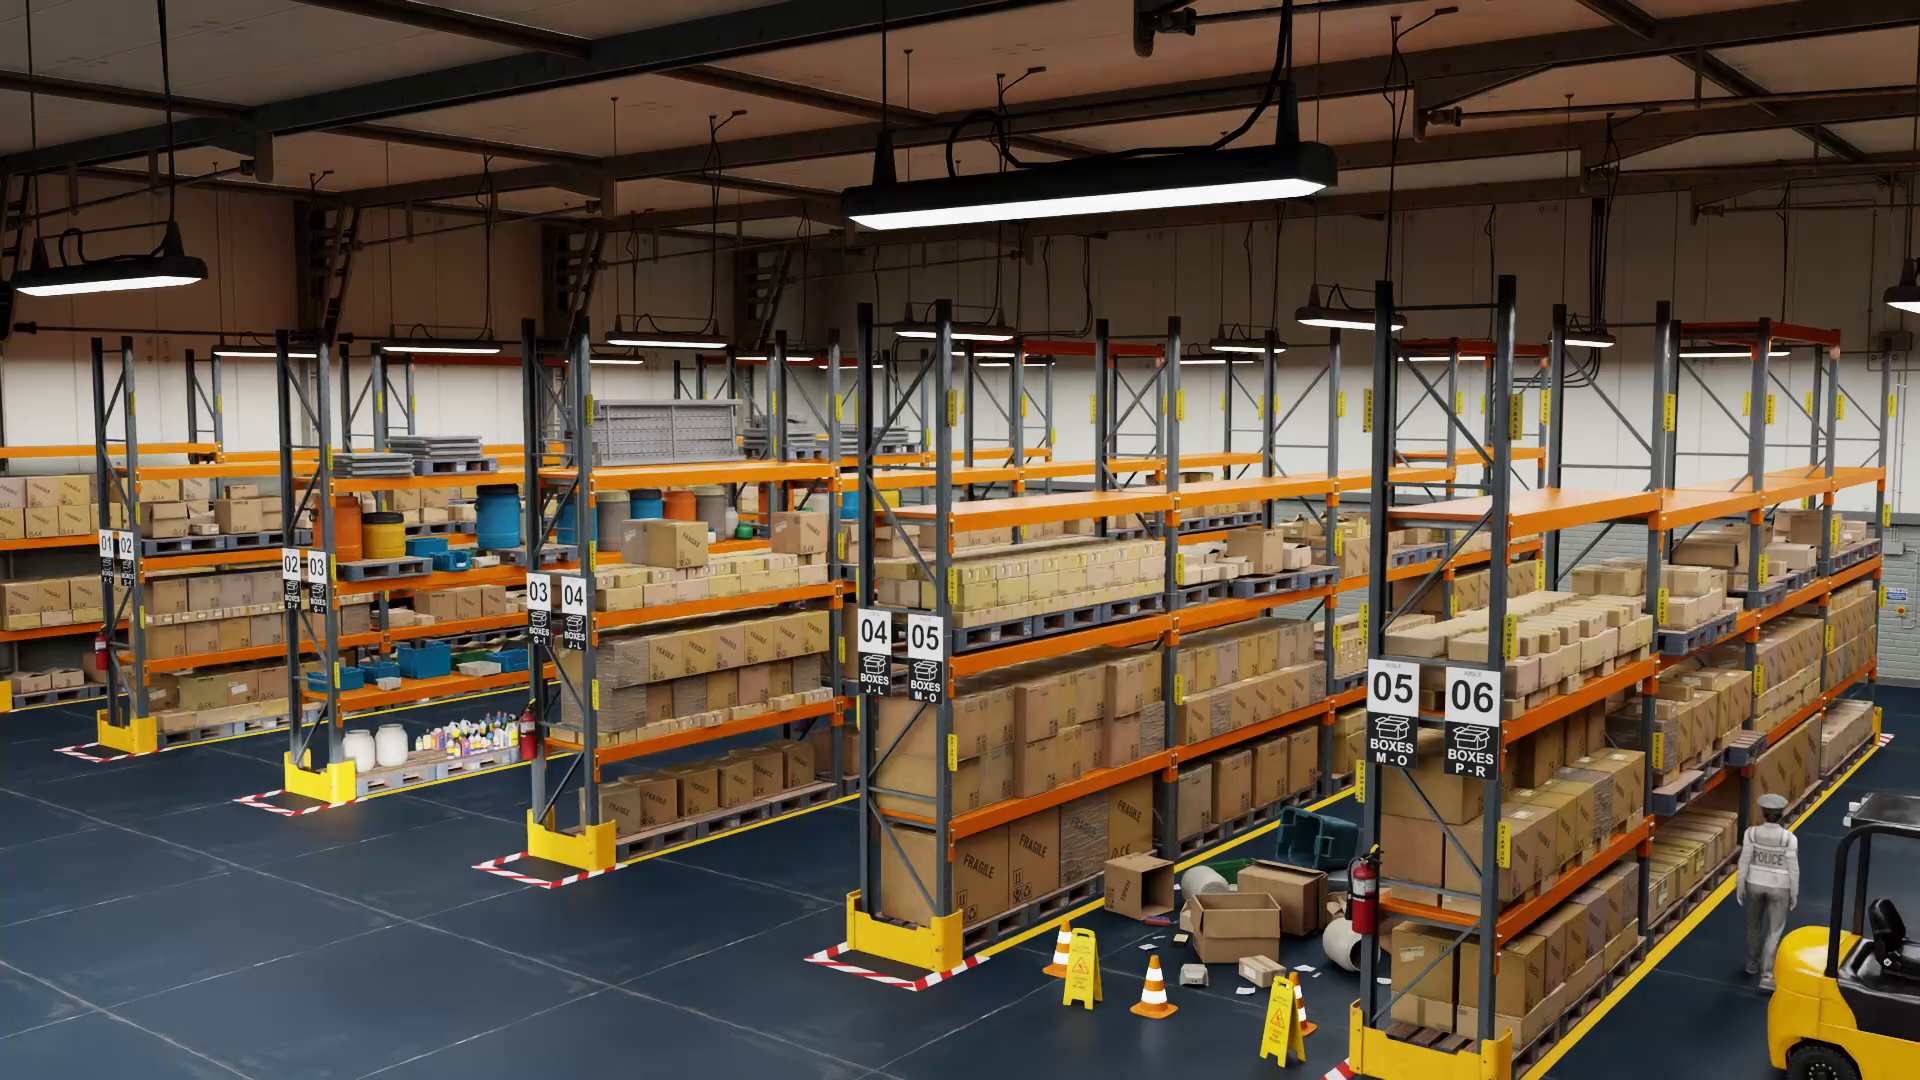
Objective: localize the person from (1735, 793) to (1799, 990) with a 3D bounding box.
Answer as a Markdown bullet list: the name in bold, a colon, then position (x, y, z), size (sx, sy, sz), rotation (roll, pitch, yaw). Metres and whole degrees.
- **person**: position (7.108, 3.062, 14.627), size (0.501, 1.664, 0.730), rotation (4, 6, 38)

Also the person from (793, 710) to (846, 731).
- **person**: position (-2.022, 2.037, 24.499), size (0.517, 1.494, 1.053), rotation (2, 5, 21)
